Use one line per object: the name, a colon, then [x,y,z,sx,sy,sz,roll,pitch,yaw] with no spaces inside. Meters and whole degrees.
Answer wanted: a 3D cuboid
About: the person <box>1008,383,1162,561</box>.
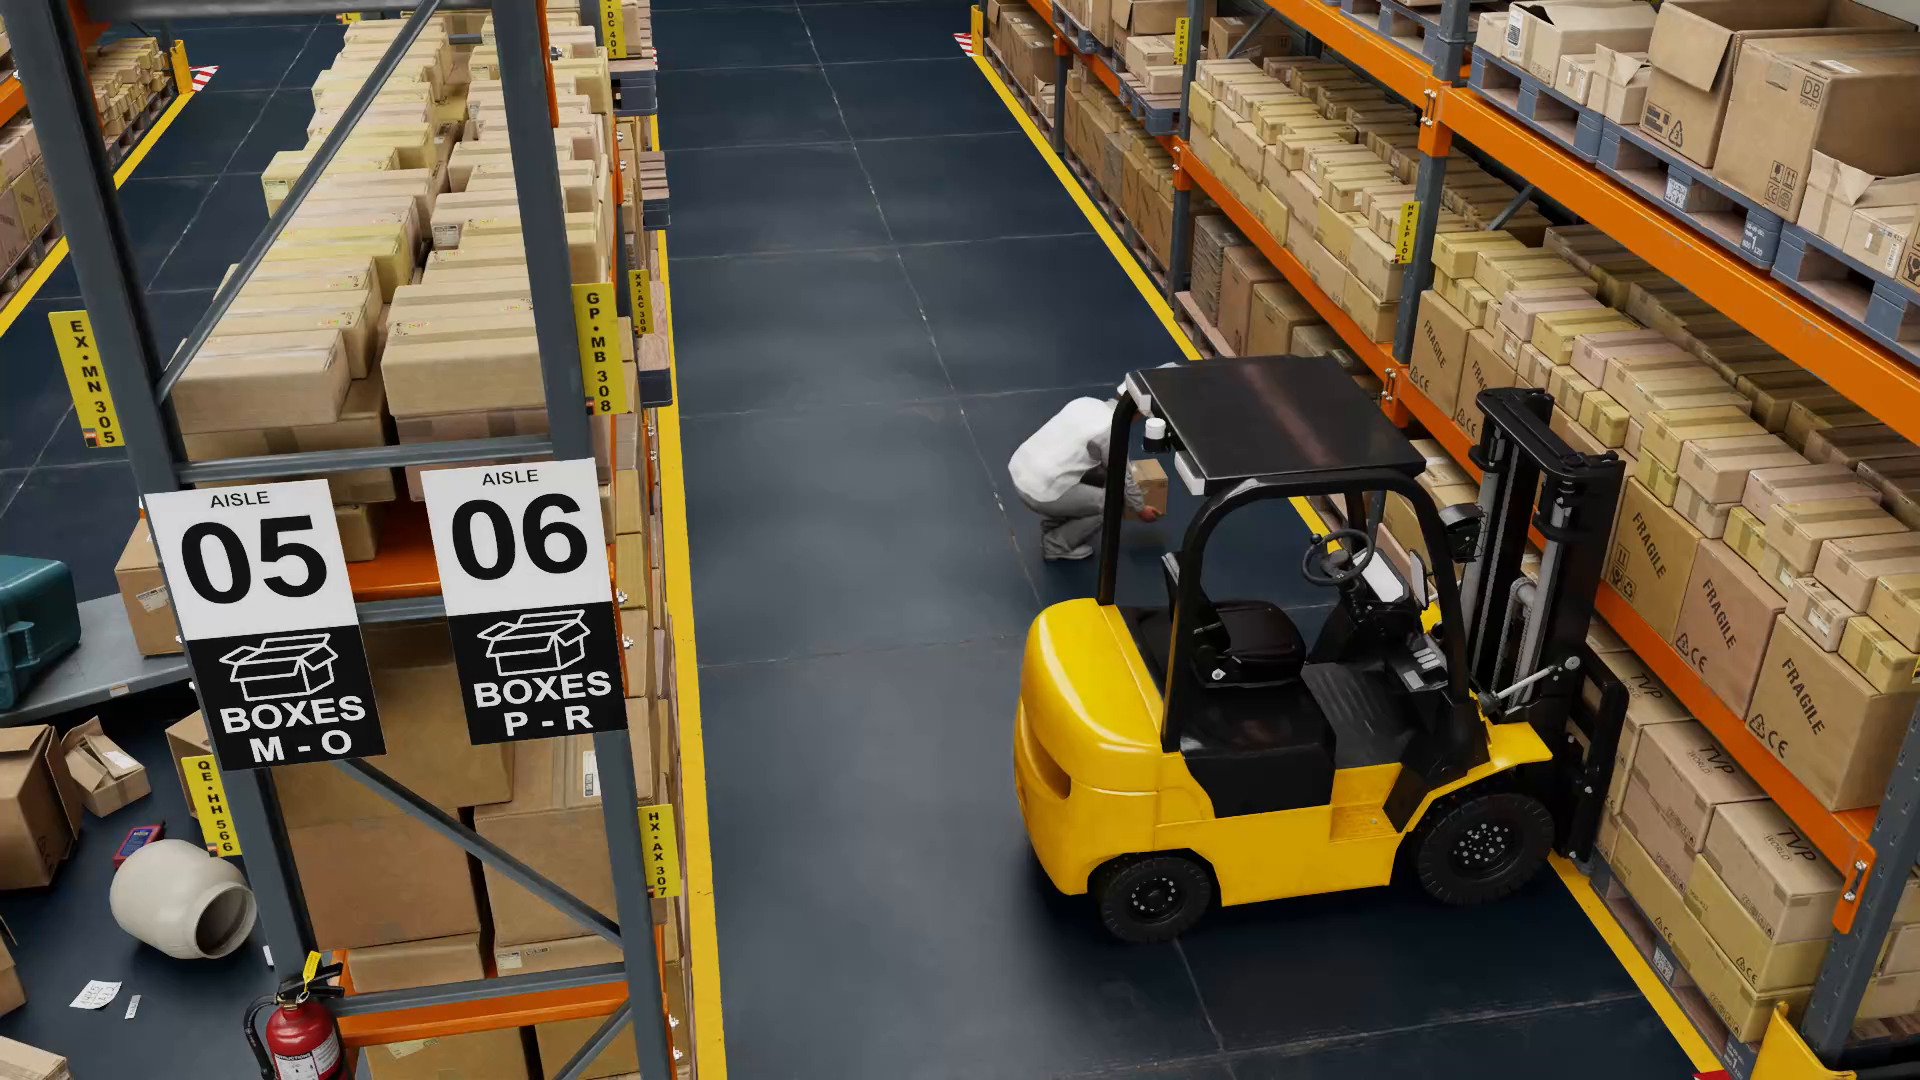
person: [0.716,-0.425,9.595,0.867,1.009,0.541,-5,31,-9]
